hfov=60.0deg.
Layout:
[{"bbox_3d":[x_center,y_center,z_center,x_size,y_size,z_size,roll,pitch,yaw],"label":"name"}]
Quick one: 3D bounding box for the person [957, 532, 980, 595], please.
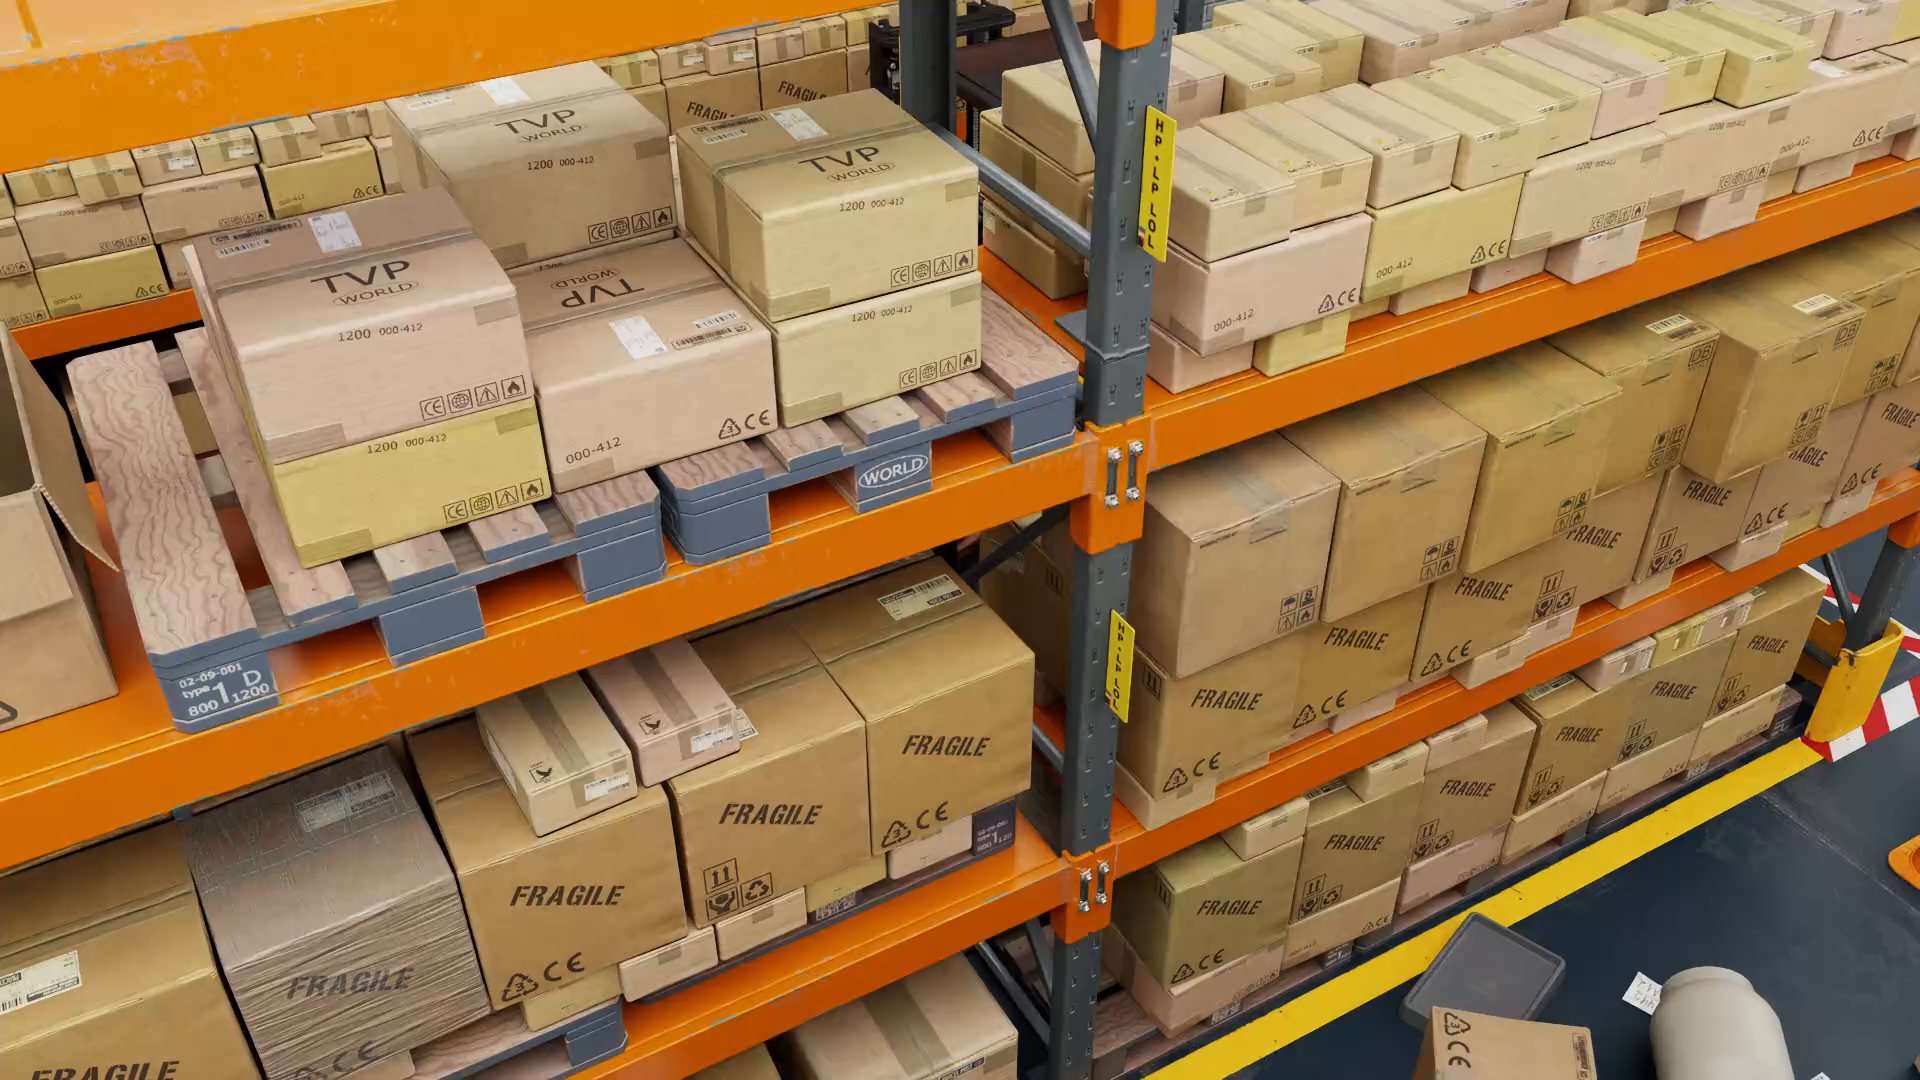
[{"bbox_3d":[0.031,0.023,6.909,0.514,1.649,0.451,-19,41,-23],"label":"person"}]
